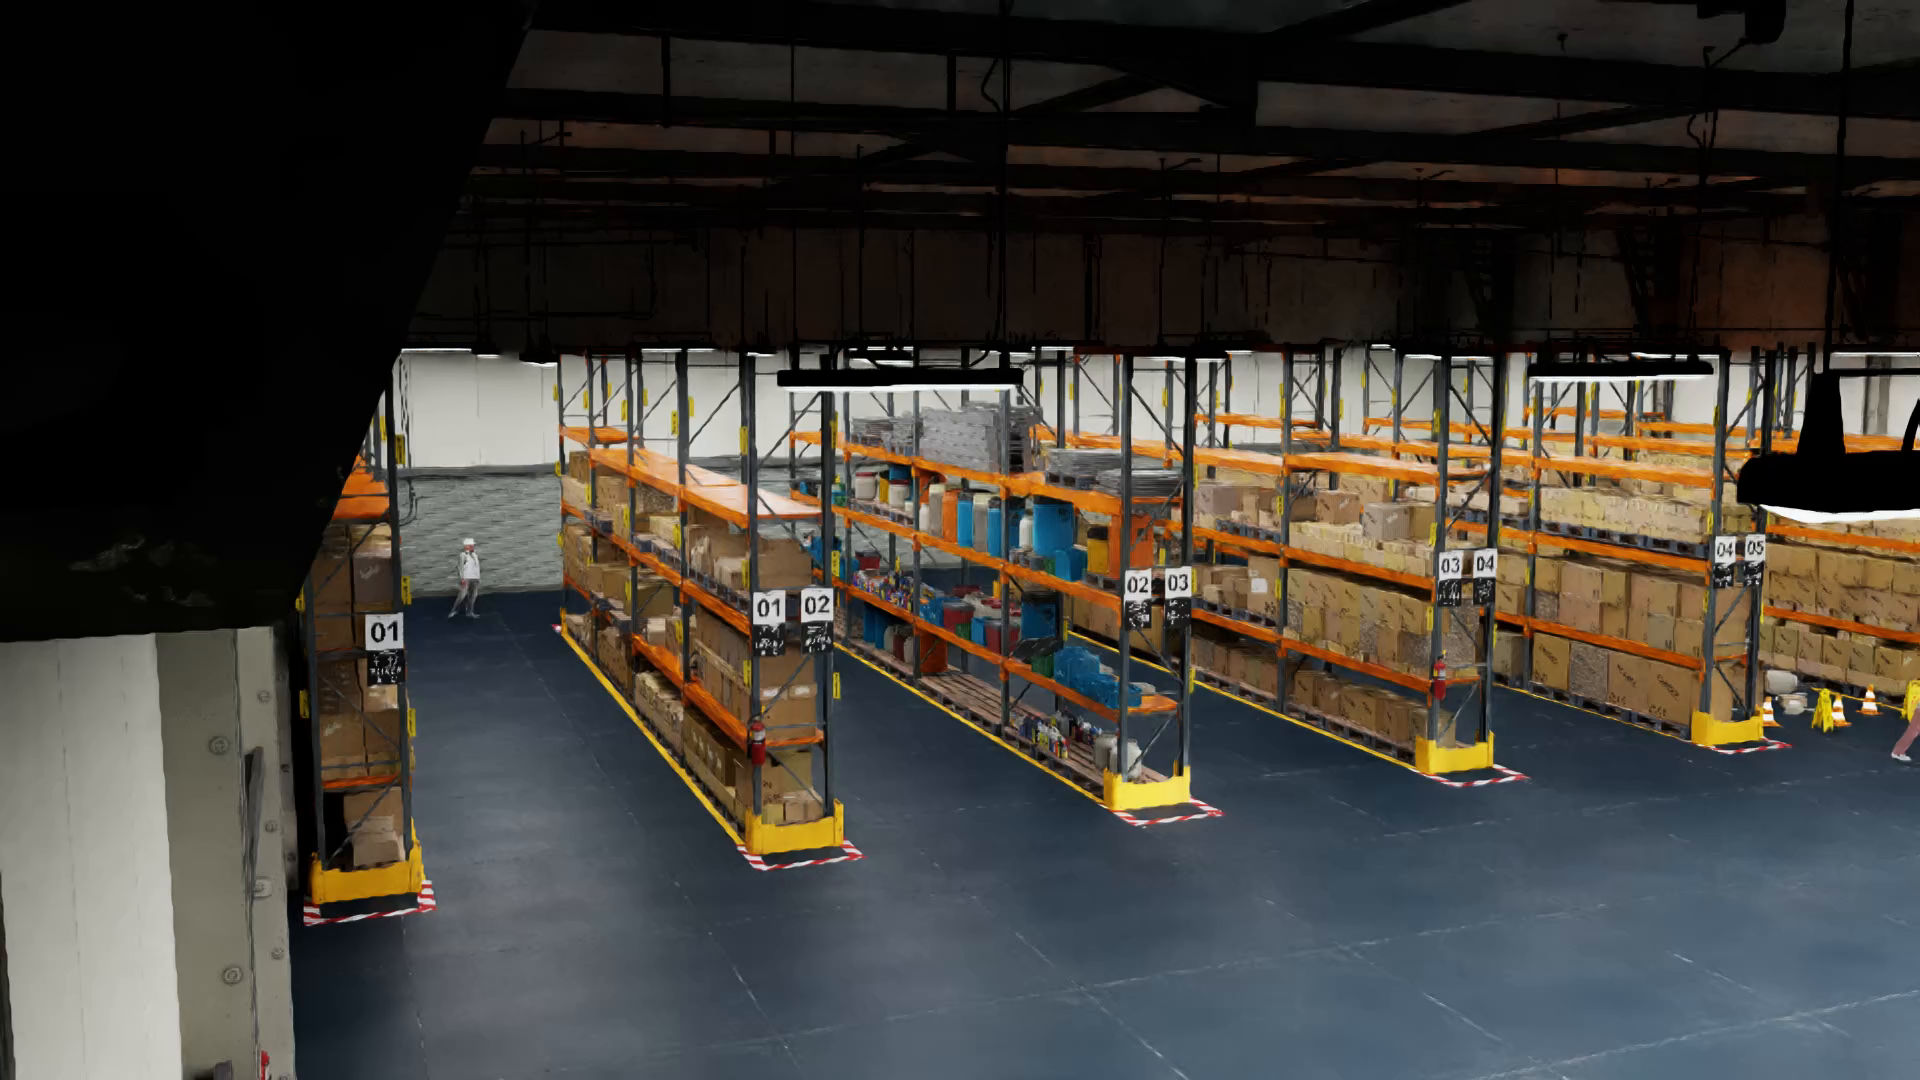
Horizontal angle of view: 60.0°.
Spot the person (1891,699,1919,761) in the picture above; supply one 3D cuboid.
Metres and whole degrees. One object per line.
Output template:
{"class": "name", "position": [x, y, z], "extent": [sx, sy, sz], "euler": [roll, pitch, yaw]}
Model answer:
{"class": "person", "position": [14.051, 2.475, 24.046], "extent": [0.446, 1.604, 1.018], "euler": [-4, 8, -30]}

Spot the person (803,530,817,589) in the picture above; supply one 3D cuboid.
{"class": "person", "position": [-3.557, 0.546, 38.694], "extent": [0.434, 1.604, 0.544], "euler": [2, 8, 16]}

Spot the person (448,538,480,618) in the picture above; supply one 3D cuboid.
{"class": "person", "position": [-10.859, 0.842, 36.375], "extent": [0.518, 1.763, 0.728], "euler": [4, 8, 26]}
